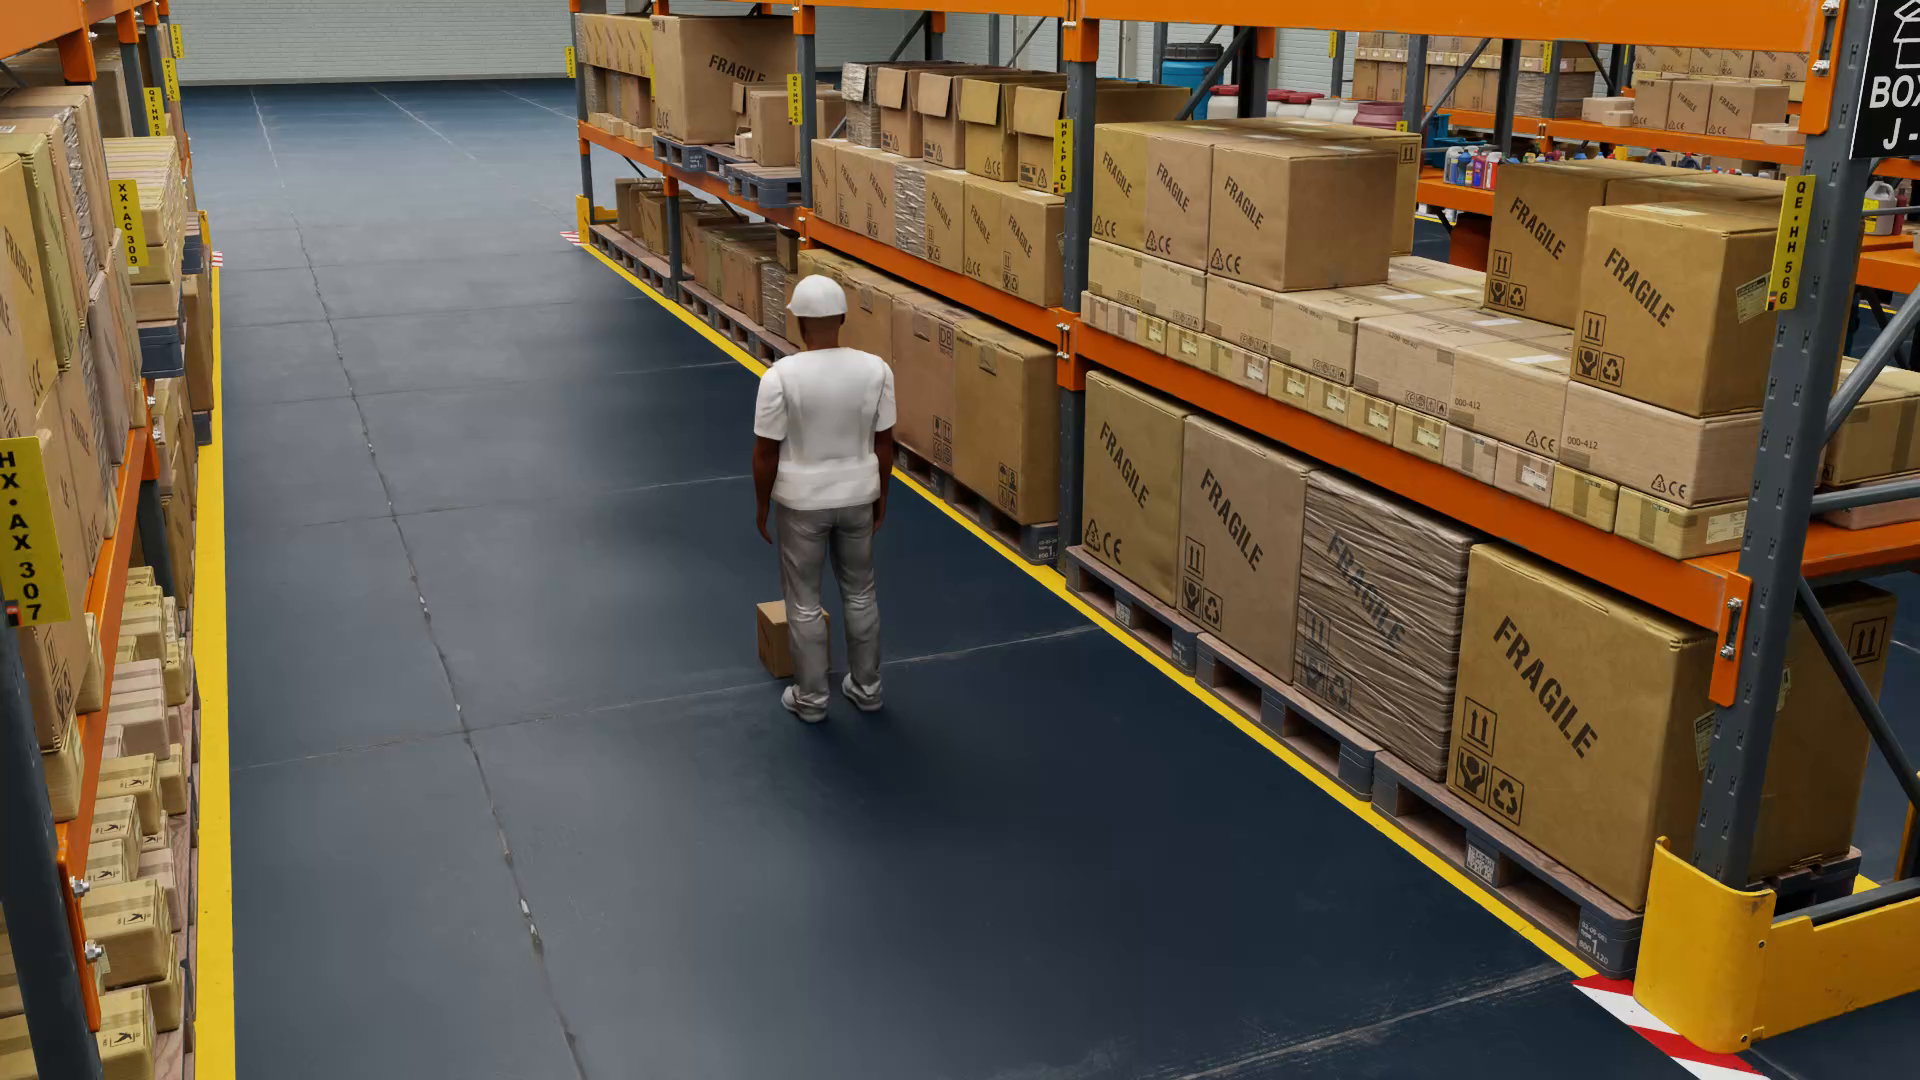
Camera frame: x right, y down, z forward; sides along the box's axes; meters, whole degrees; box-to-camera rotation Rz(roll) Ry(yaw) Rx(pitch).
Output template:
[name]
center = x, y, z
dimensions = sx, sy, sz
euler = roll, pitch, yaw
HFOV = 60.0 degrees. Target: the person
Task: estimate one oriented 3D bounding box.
[person]
center = -0.532, -0.154, 6.492
dimensions = 0.564, 1.761, 0.360
euler = -7, 20, -21
